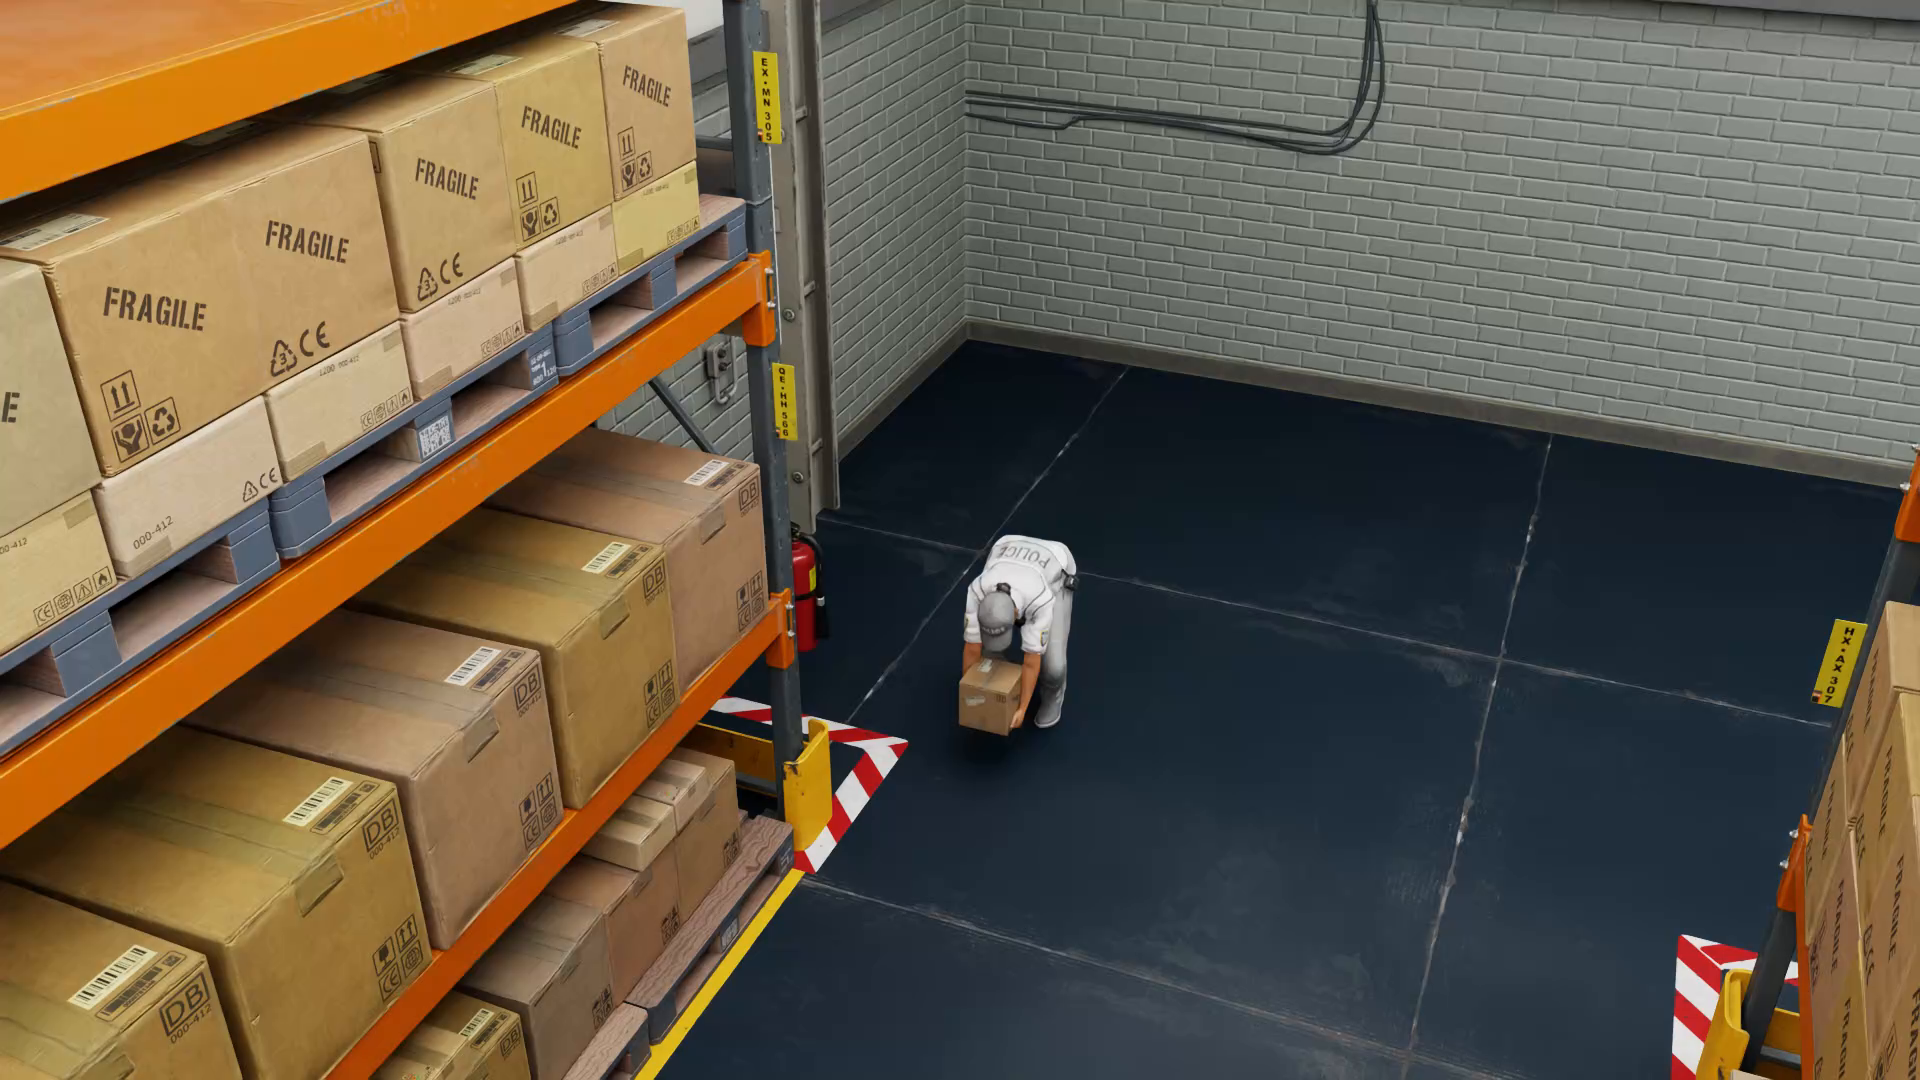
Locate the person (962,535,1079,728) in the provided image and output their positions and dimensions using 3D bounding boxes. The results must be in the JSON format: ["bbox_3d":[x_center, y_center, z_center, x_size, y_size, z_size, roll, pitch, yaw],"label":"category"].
[{"bbox_3d":[0.269,0.511,8.170,0.515,0.999,0.916,10,31,17],"label":"person"}]
